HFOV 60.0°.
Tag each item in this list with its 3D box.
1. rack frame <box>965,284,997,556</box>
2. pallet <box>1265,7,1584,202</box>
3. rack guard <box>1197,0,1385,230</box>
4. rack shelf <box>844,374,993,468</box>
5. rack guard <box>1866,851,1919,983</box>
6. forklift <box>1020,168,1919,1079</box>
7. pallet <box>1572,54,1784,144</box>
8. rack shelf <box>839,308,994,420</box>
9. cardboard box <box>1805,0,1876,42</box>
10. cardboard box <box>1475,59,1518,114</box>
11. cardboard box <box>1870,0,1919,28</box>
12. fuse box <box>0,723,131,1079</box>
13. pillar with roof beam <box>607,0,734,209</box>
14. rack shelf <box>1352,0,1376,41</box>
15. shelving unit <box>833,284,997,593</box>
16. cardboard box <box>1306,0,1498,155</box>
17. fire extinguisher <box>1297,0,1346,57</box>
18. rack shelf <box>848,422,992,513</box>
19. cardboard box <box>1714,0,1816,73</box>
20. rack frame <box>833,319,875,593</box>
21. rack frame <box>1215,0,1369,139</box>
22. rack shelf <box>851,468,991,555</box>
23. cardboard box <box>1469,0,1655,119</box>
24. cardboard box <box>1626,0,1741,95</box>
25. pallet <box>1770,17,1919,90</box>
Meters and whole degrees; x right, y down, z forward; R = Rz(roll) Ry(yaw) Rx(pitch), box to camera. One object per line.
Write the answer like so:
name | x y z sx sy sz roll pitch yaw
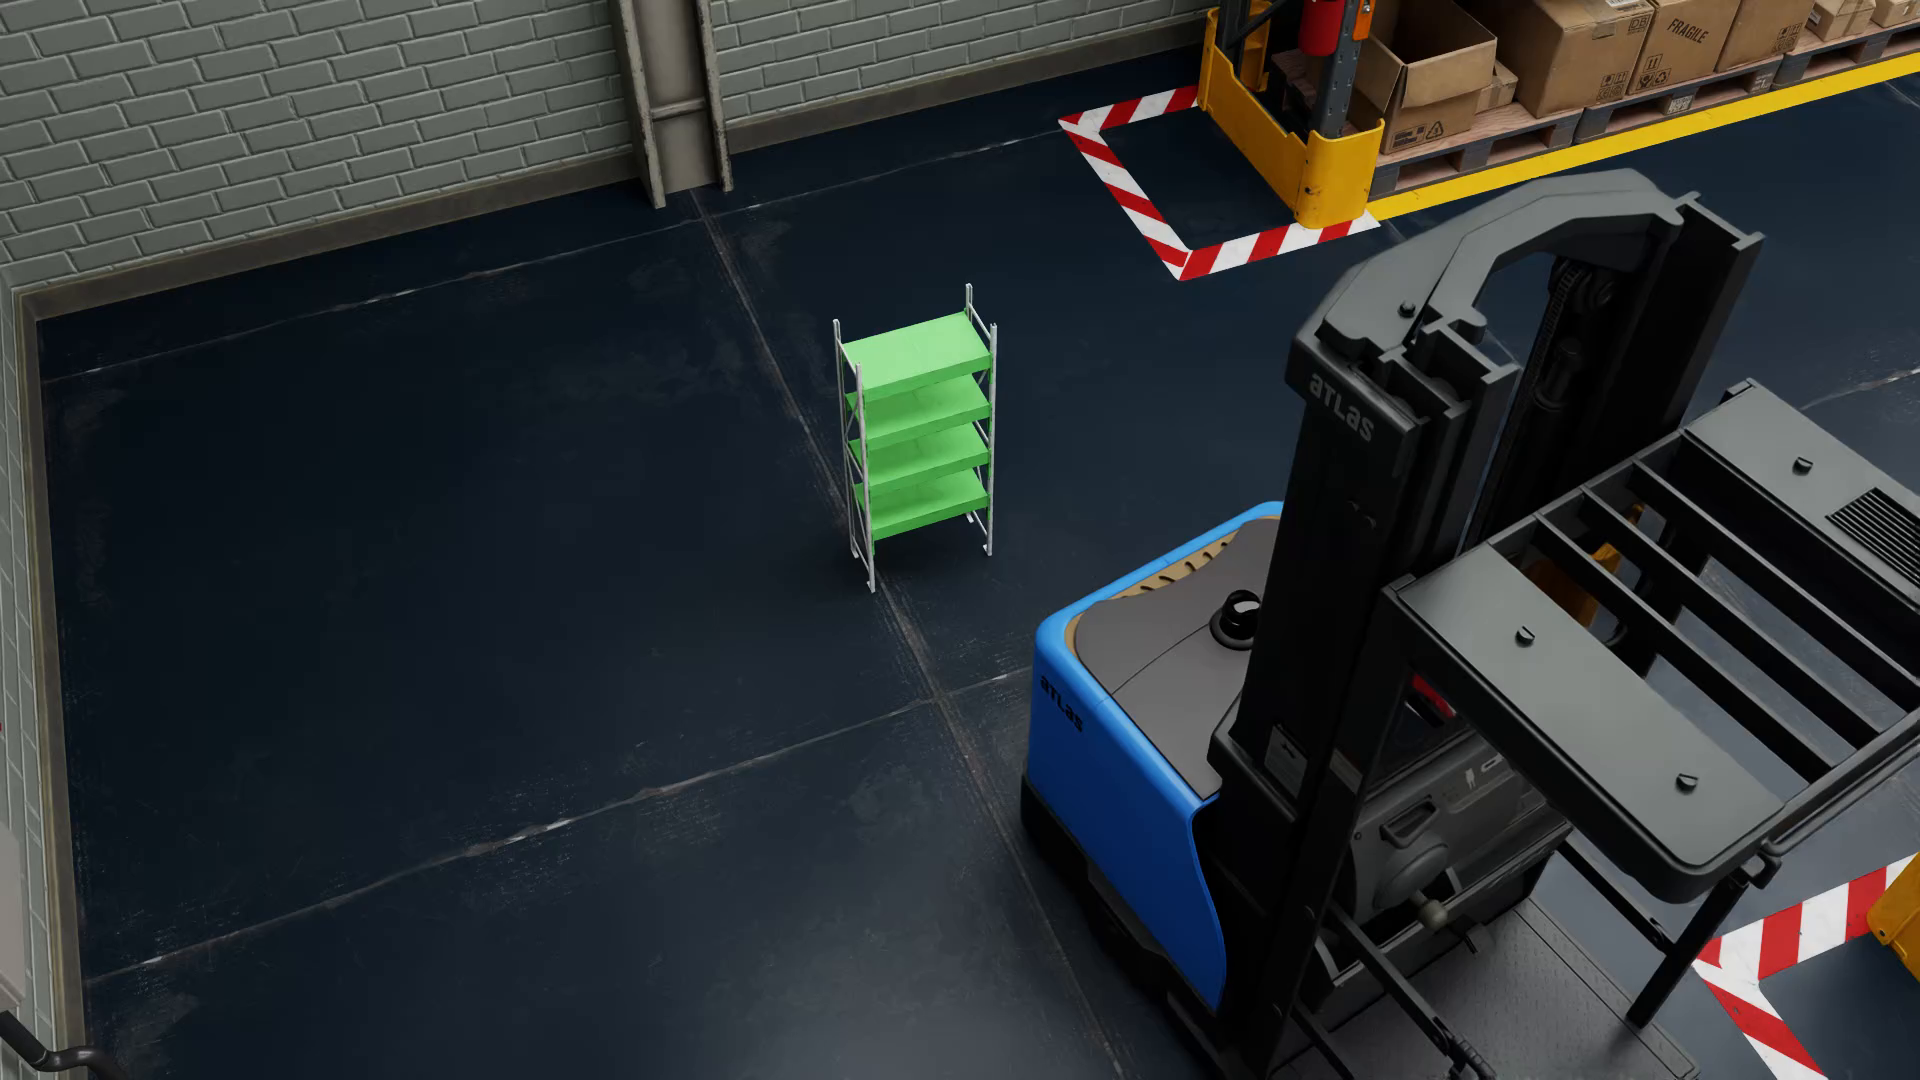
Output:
rack frame | 0.073 -0.413 6.155 0.015 1.200 0.240 -17 52 -14
pallet | 2.310 -2.208 8.348 1.213 0.211 1.003 -17 52 -14
rack guard | 1.572 -2.073 8.041 0.348 0.500 1.175 -17 52 -14
rack shelf | -0.153 -0.458 5.961 0.480 0.148 0.258 -17 52 -14
rack guard | 3.360 1.441 5.024 0.348 0.500 1.175 -17 52 -14
forklift | 1.437 0.732 4.030 1.130 2.935 3.031 -27 54 -21
pallet | 3.438 -2.555 8.646 1.213 0.211 1.003 -17 52 -14
rack shelf | -0.153 -0.614 5.779 0.480 0.148 0.258 -17 52 -14
cardboard box | 4.470 -2.790 8.535 0.258 0.266 0.396 -16 51 -13
cardboard box | 2.512 -2.277 8.171 0.250 0.149 0.380 -19 52 -16
cardboard box | 4.800 -2.855 8.667 0.250 0.149 0.380 -19 52 -15
fuse box | -2.488 1.156 4.470 0.414 1.711 0.539 -17 52 -14
pillar with roof beam | 0.293 -1.656 2.081 0.400 9.000 9.100 -17 52 -14
rack shelf | 3.353 -3.205 7.840 4.000 0.370 1.077 -17 52 -14
shelving unit | -0.153 -0.343 6.095 0.503 1.200 0.258 -17 52 -14
cardboard box | 2.104 -2.298 7.956 0.637 0.503 0.797 -19 52 -16
fire extinguisher | 1.540 -2.352 6.930 0.183 0.674 0.296 -17 52 -14
rack shelf | -0.153 -0.302 6.143 0.480 0.148 0.258 -17 52 -14
cardboard box | 3.871 -2.812 8.400 0.500 0.500 0.700 -19 52 -16
rack frame | -0.379 -0.273 6.035 0.015 1.200 0.240 -17 52 -14
rack frame | 1.502 -2.865 7.074 0.127 3.000 1.000 -17 52 -14
rack shelf | -0.153 -0.145 6.325 0.480 0.148 0.258 -17 52 -14
cardboard box | 2.910 -2.515 8.144 0.500 0.500 0.700 -15 51 -13
cardboard box | 3.437 -2.596 8.214 0.500 0.500 0.500 -16 51 -14
pallet | 4.569 -2.908 8.949 1.213 0.211 1.003 -17 52 -14
